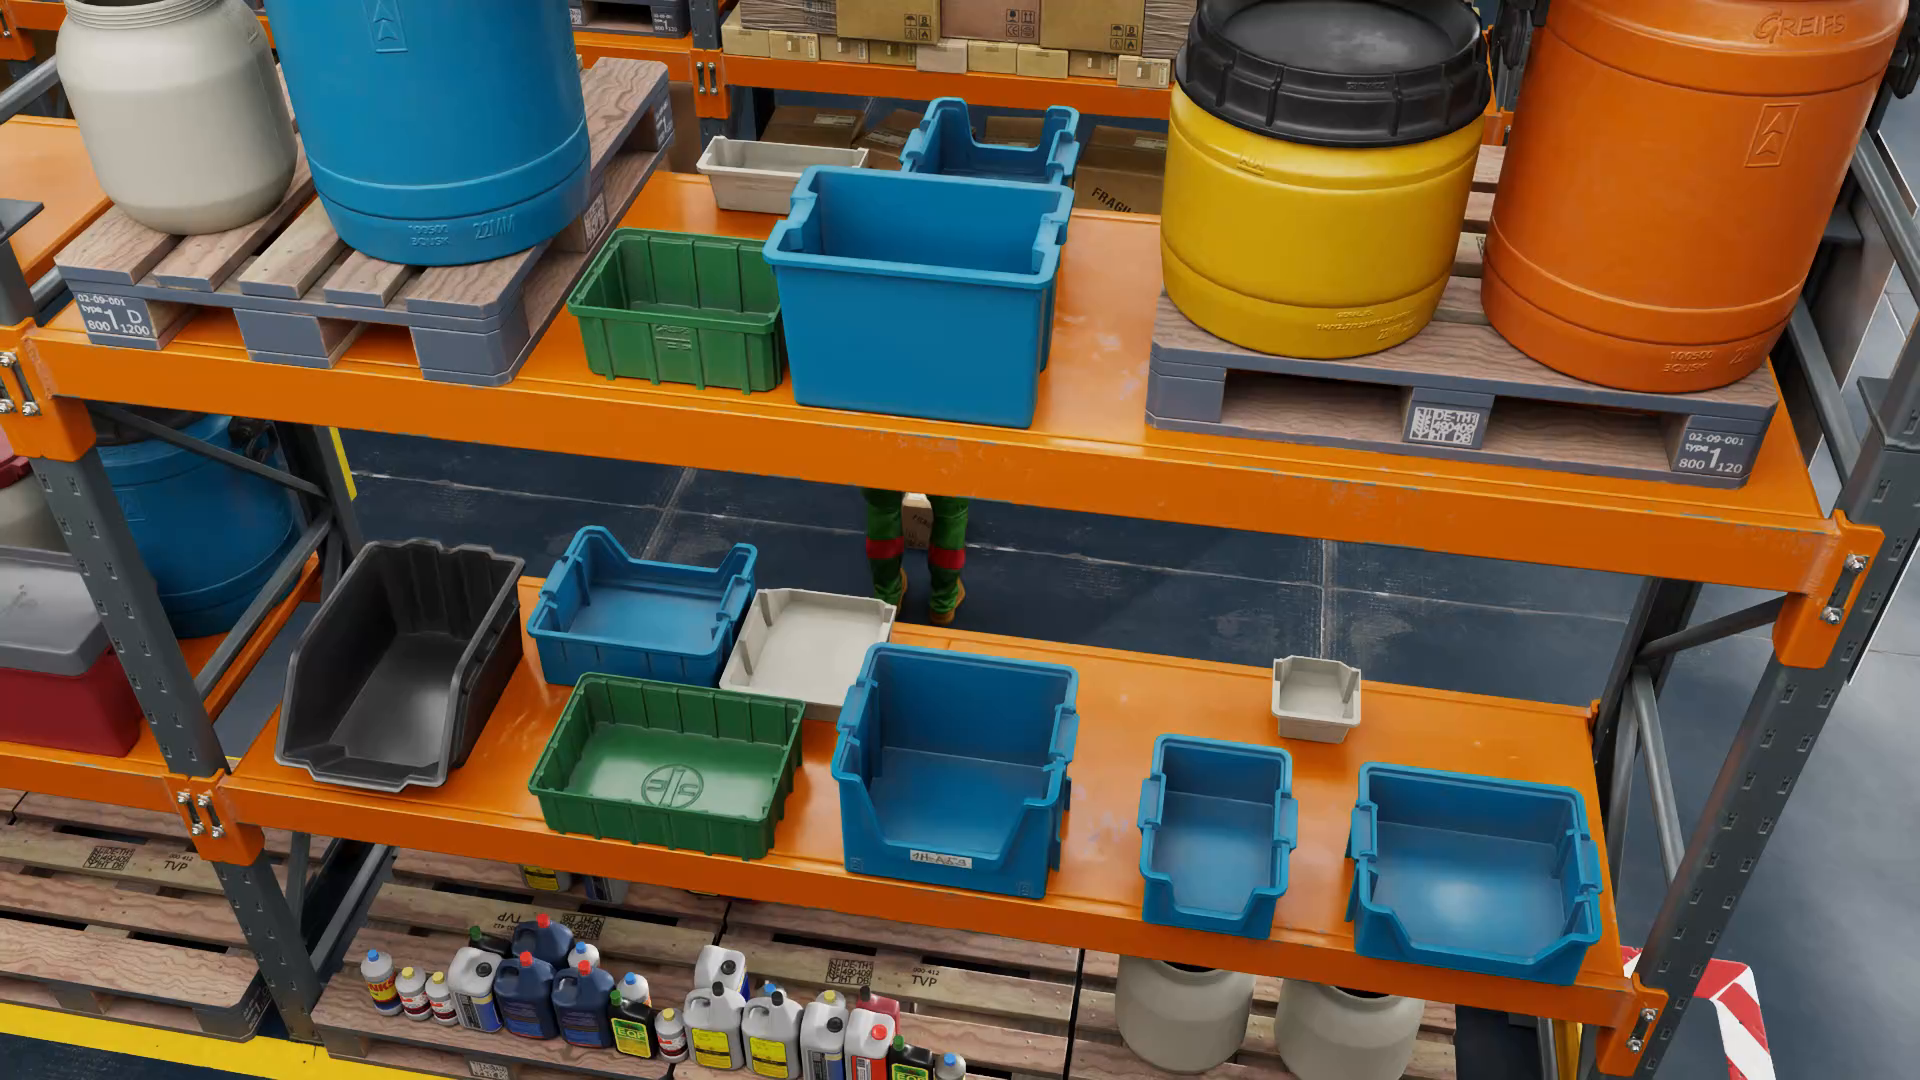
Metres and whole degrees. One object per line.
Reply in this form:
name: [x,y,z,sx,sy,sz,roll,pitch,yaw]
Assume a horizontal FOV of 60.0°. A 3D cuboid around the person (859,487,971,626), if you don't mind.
person: [-0.211,-0.397,6.681,0.554,1.698,0.516,7,41,9]
